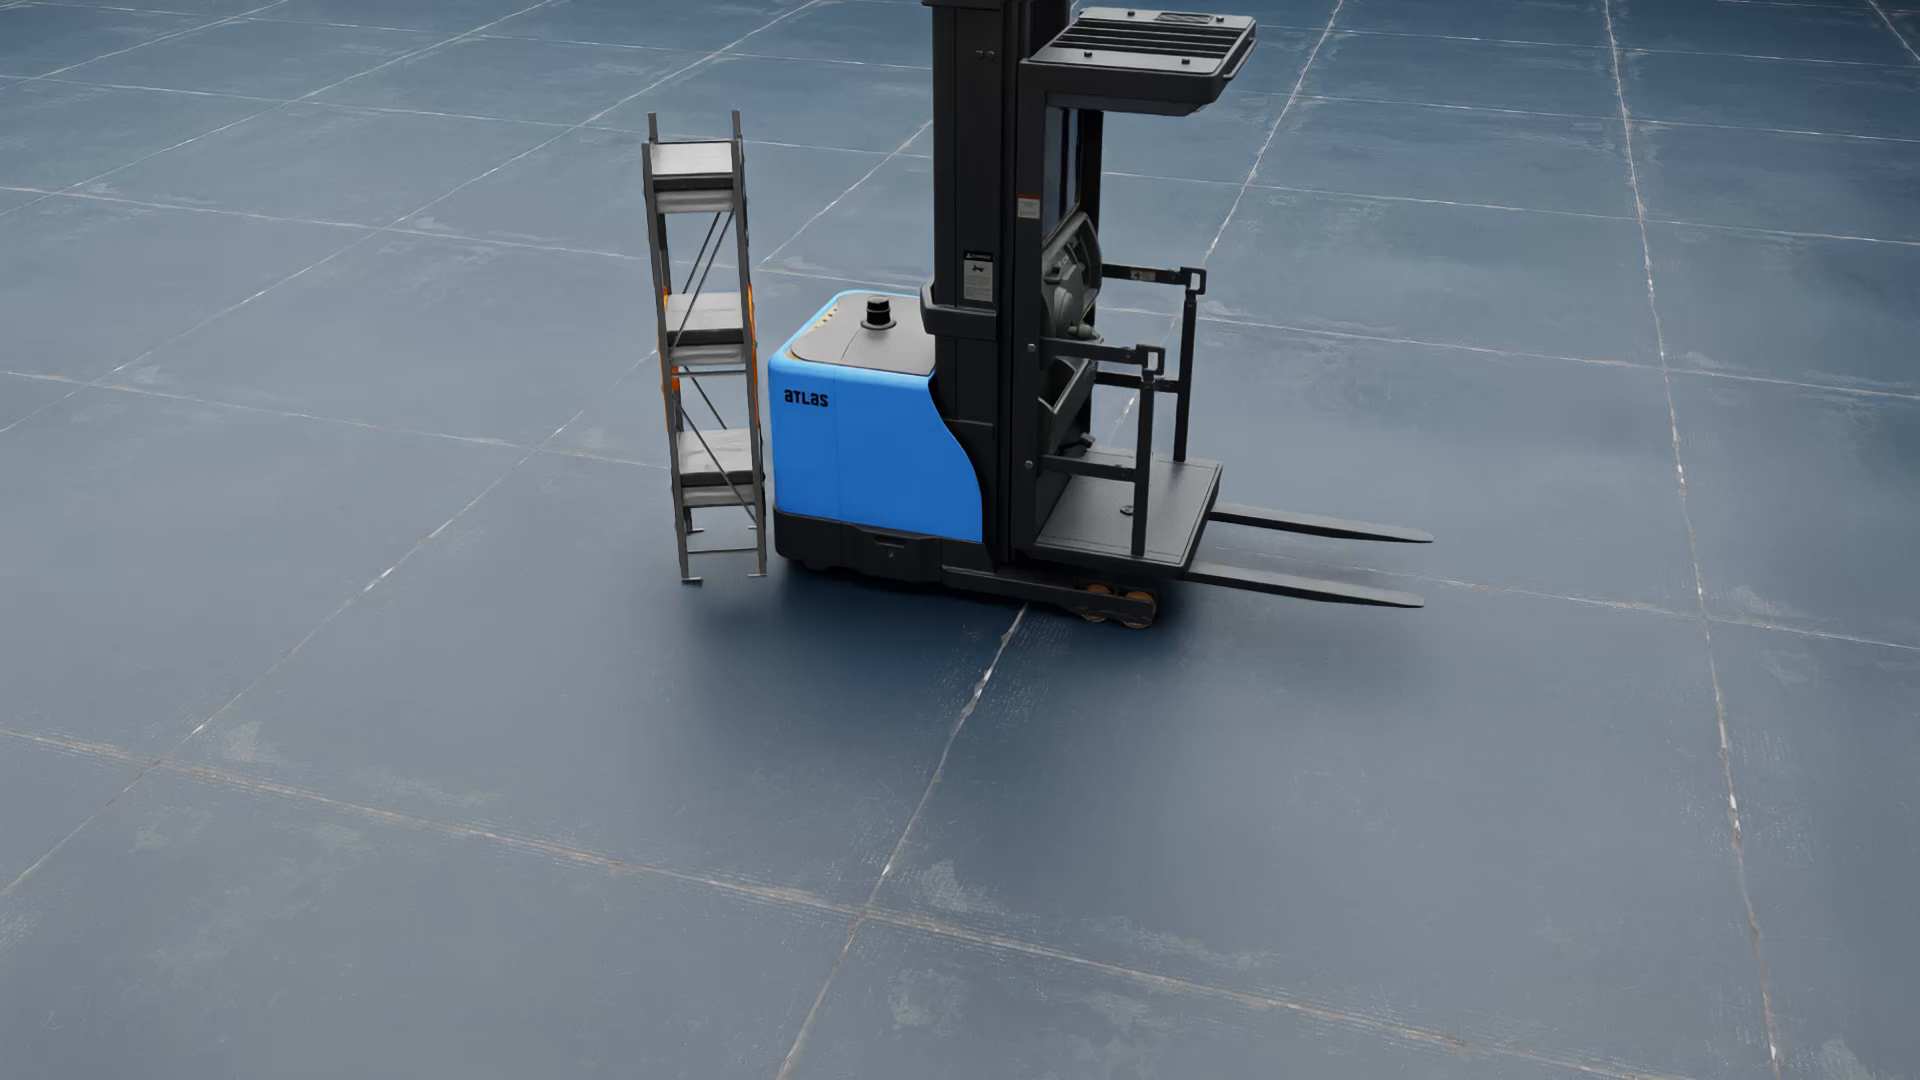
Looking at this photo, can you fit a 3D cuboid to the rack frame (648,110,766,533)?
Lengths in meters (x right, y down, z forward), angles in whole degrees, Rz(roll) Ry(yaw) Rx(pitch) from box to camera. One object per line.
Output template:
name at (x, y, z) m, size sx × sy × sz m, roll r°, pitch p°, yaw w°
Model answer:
rack frame at (-1.173, -0.970, 7.834) m, size 0.400 × 2.100 × 0.015 m, roll -3°, pitch 29°, yaw -5°

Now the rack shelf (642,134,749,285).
rack shelf at (-1.147, -1.454, 7.290) m, size 0.431 × 0.518 × 0.480 m, roll -3°, pitch 29°, yaw -5°

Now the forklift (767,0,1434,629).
forklift at (0.684, -1.170, 7.337) m, size 3.031 × 2.935 × 1.130 m, roll 9°, pitch 30°, yaw 15°

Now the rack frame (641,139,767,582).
rack frame at (-1.121, -0.736, 7.409) m, size 0.400 × 2.100 × 0.015 m, roll -3°, pitch 29°, yaw -5°

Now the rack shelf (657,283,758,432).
rack shelf at (-1.147, -0.841, 7.628) m, size 0.431 × 0.518 × 0.480 m, roll -3°, pitch 29°, yaw -5°

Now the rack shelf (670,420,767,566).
rack shelf at (-1.147, -0.228, 7.966) m, size 0.431 × 0.518 × 0.480 m, roll -3°, pitch 29°, yaw -5°

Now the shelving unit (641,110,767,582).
shelving unit at (-1.147, -0.853, 7.622) m, size 0.431 × 2.100 × 0.503 m, roll -3°, pitch 29°, yaw -5°
